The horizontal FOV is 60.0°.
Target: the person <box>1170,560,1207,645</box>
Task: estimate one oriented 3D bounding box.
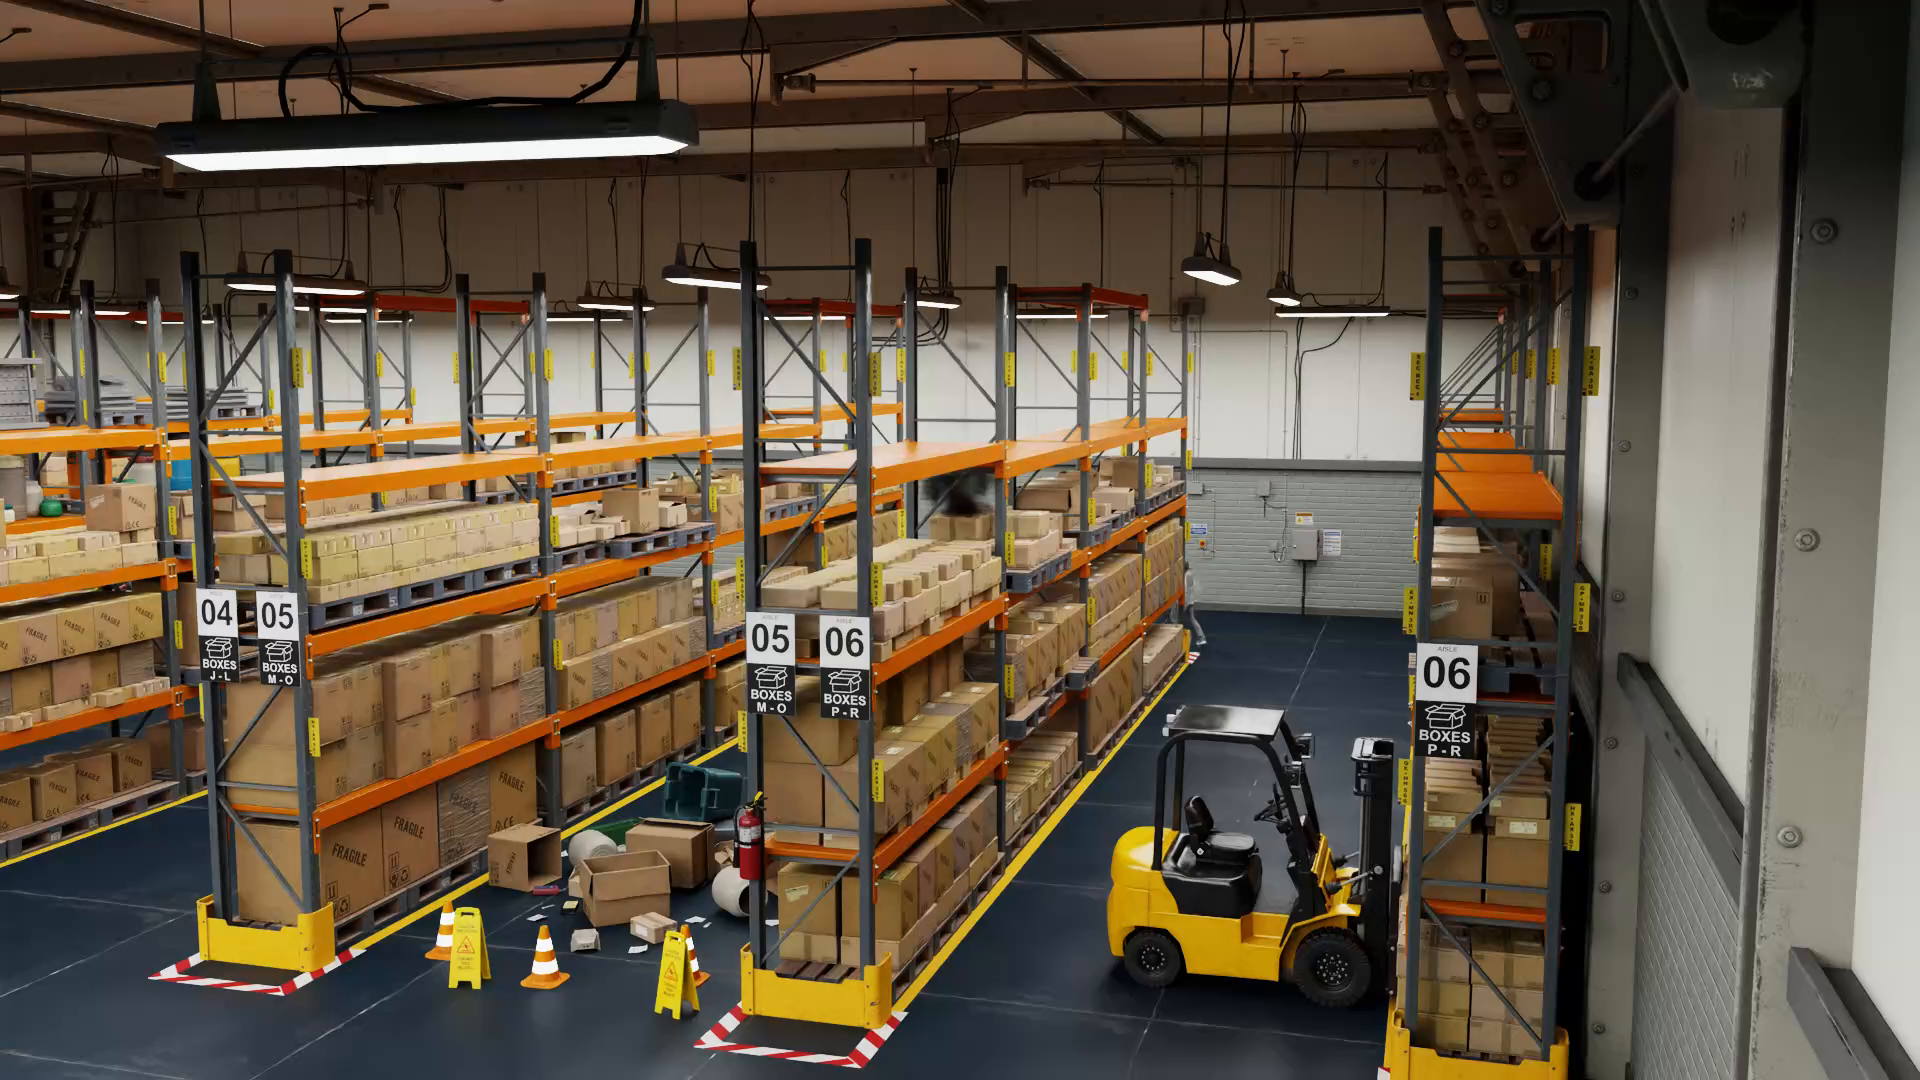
[{"bbox_3d":[3.949,1.176,29.173,0.613,1.509,0.631,-6,9,-44],"label":"person"}]
